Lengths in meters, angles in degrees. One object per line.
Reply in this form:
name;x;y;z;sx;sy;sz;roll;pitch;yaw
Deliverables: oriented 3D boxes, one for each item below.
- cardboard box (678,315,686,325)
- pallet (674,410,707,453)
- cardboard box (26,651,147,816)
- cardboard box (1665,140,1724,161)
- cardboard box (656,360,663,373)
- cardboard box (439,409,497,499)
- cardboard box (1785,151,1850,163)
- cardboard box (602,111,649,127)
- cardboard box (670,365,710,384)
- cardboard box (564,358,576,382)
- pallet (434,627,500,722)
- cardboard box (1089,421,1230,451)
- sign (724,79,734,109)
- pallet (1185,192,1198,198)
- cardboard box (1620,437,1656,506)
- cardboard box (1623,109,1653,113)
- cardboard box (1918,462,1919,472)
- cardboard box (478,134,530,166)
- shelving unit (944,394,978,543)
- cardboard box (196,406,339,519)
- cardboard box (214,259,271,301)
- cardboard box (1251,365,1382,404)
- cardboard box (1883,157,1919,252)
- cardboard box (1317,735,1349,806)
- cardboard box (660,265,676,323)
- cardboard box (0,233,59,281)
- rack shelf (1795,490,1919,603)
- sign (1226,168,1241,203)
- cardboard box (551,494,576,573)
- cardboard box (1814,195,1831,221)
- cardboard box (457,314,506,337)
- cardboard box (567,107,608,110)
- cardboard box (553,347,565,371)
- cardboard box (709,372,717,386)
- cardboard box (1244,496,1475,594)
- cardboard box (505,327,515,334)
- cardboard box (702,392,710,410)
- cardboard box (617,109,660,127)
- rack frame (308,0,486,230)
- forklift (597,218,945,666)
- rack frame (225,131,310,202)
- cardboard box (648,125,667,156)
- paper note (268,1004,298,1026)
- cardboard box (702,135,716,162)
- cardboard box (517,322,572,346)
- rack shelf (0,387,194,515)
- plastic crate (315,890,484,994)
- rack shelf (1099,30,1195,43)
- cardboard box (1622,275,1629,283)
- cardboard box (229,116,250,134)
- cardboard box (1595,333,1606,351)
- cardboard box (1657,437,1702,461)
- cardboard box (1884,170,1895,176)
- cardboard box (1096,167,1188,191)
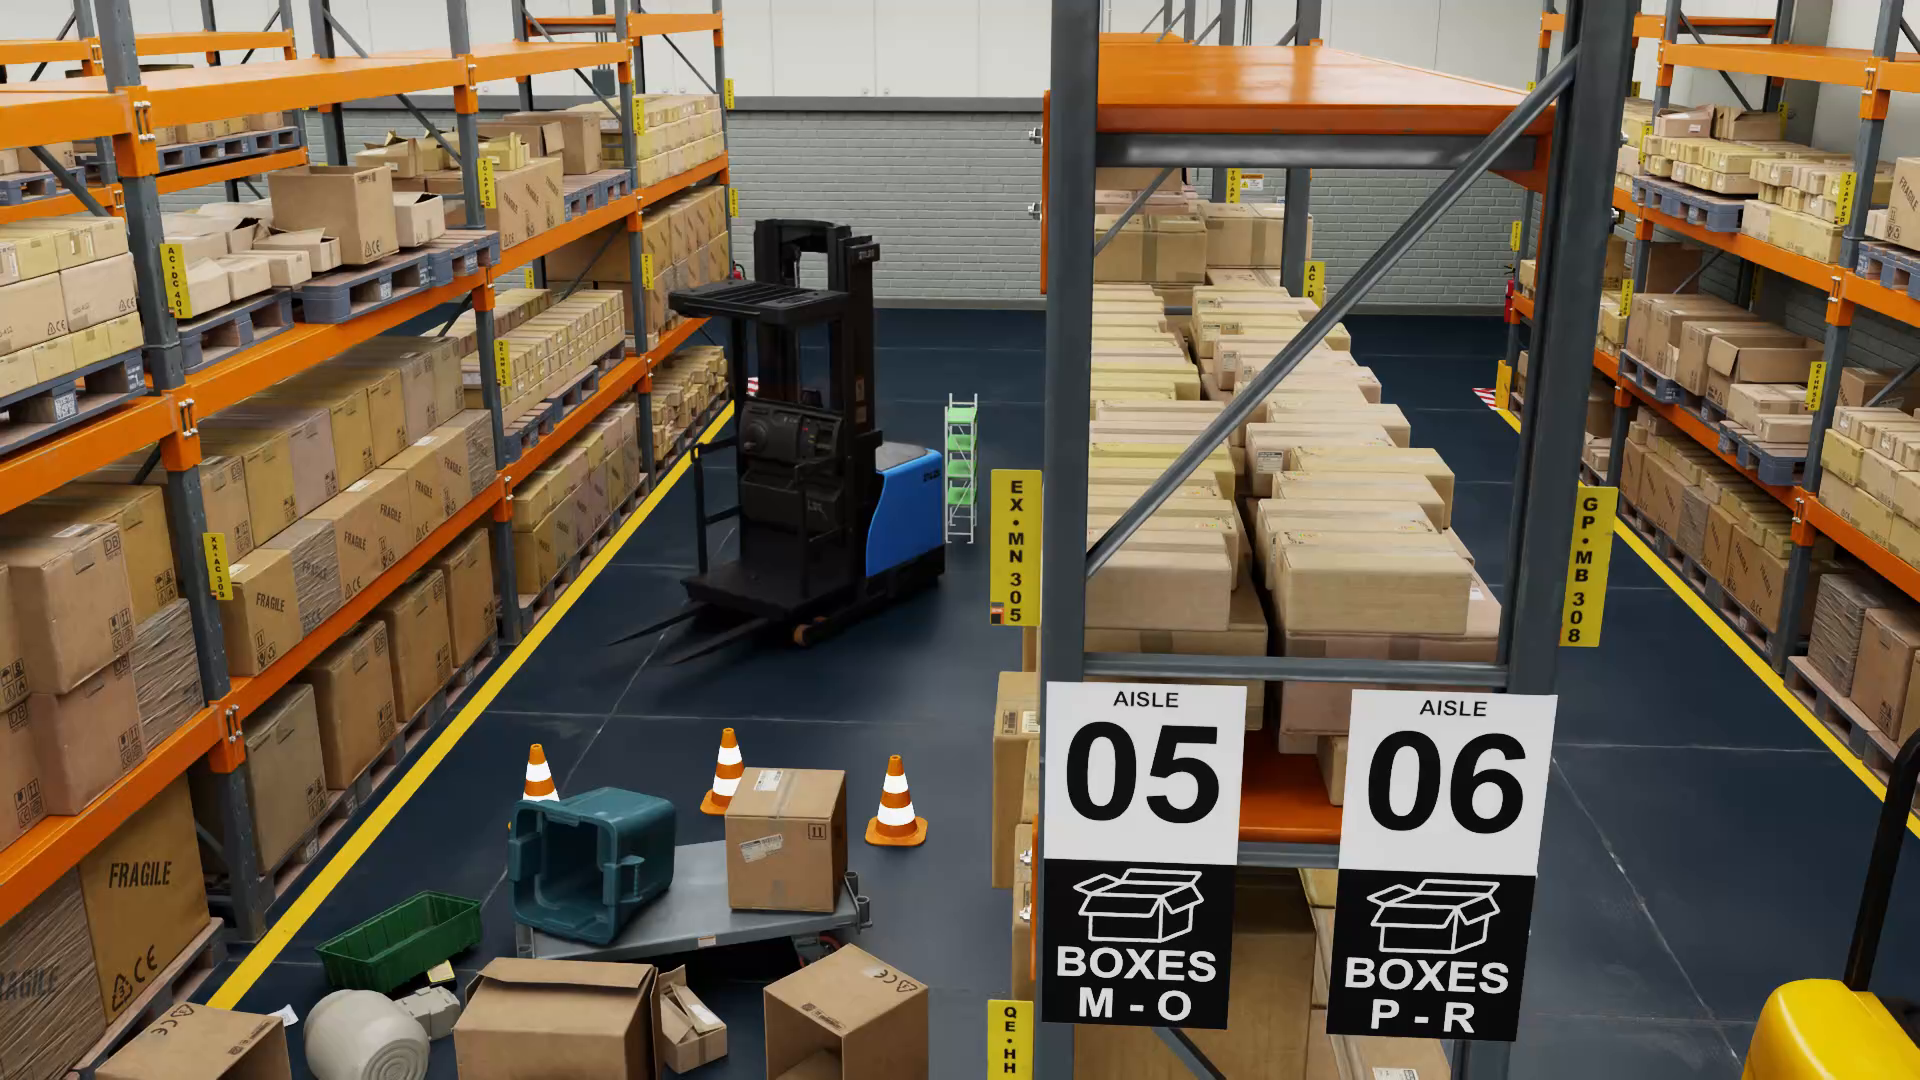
cardboard box;-3.028;-2.295;17.014;0.380;0.149;0.250;2;18;6
pallet;-3.323;-1.188;17.710;1.003;0.211;1.213;1;18;4
cardboard box;-4.026;0.776;6.997;0.875;0.550;0.550;1;18;4
cardboard box;6.007;-3.184;13.597;0.380;0.149;0.250;1;18;3
cardboard box;-3.491;-1.896;18.340;0.380;0.149;0.250;0;18;1
cardboard box;-3.472;-0.583;11.225;0.500;0.500;0.500;1;18;4
cardboard box;6.485;-2.854;12.591;0.380;0.149;0.250;2;18;5
cardboard box;-3.144;-3.953;15.650;0.380;0.149;0.250;1;18;3
cardboard box;-2.932;-1.800;18.047;0.380;0.149;0.250;2;18;6
cardboard box;-3.361;-1.389;13.573;0.380;0.149;0.250;1;18;2
pallet;-3.839;0.887;11.378;1.003;0.211;1.213;1;18;4
cardboard box;0.544;-0.227;4.603;0.380;0.149;0.250;1;18;4
sign;-2.582;-4.994;18.606;0.100;0.325;0.005;1;18;4
pallet;1.307;-2.487;12.680;1.003;0.211;1.213;2;18;6
cardboard box;6.216;-0.602;14.781;0.500;0.500;0.500;2;18;6
cardboard box;6.343;-3.945;15.789;0.500;0.250;0.500;2;18;5
cardboard box;5.866;-0.433;9.724;0.380;0.149;0.250;1;18;5
cardboard box;-3.388;-2.878;12.181;0.396;0.266;0.258;1;18;4
shelving unit;0.012;-0.622;14.393;0.258;1.200;0.503;1;18;4
cardboard box;-3.893;-0.433;9.161;0.700;0.500;0.500;1;18;4
cardboard box;-3.673;-1.309;8.351;0.250;0.149;0.380;1;18;4
cardboard box;1.129;-0.458;5.309;0.380;0.149;0.250;2;18;5
cardboard box;5.893;-1.993;9.876;0.500;0.500;0.500;1;18;4
cardboard box;1.011;0.480;3.726;0.380;0.149;0.250;1;18;4
cardboard box;-3.106;-2.415;16.337;0.500;0.500;0.500;1;18;4
cardboard box;-3.740;-1.094;6.415;0.380;0.149;0.250;1;18;4
rack shelf;6.045;0.470;9.326;1.077;0.370;4.000;1;18;4
sign;1.778;-2.261;10.858;0.100;0.325;0.005;1;18;4
cardboard box;-3.370;-0.063;13.139;0.500;0.500;0.500;1;18;5
cardboard box;6.011;-2.232;11.200;0.380;0.149;0.250;1;18;3
cardboard box;-4.000;-1.773;13.790;0.380;0.149;0.250;2;18;6
cardboard box;-3.605;-4.132;16.197;0.380;0.149;0.250;1;18;2
cardboard box;-3.382;-1.449;13.278;0.380;0.149;0.250;1;18;3
cardboard box;-2.923;-1.821;18.588;0.380;0.149;0.250;1;18;2
cardboard box;1.011;0.080;4.306;0.500;0.250;0.500;1;18;3
cardboard box;-3.978;-1.708;14.069;0.380;0.149;0.250;2;18;6
cardboard box;-2.947;-1.523;18.157;0.380;0.149;0.250;0;18;1
cardboard box;-3.080;-4.033;15.893;0.380;0.149;0.250;1;18;2
rack frame;-3.708;-3.532;10.751;1.000;3.000;0.127;1;18;4
forklift;-1.375;-0.786;12.115;1.130;2.935;3.031;12;22;33
rack frame;-8.074;-3.308;19.702;1.000;3.000;0.127;1;18;4
cardboard box;-3.107;-3.814;15.867;0.500;0.250;0.500;1;18;4
paper note;-3.139;2.201;7.657;0.147;0.020;0.142;-13;22;-34
cardboard box;-2.932;-4.214;17.891;0.500;0.250;0.500;1;18;4
cardboard box;-3.367;-1.669;13.473;0.380;0.149;0.250;1;18;3
rack shelf;-4.138;0.098;5.643;1.077;0.370;4.000;1;18;4
plastic crate;-2.700;1.953;8.069;0.450;0.188;0.662;0;15;35
rack shelf;1.667;-4.785;16.371;1.077;0.370;4.000;1;18;4
cardboard box;6.915;-2.585;17.257;0.500;0.250;0.500;2;18;6
cardboard box;-8.219;-4.693;18.117;0.700;0.500;0.500;1;18;2
cardboard box;6.237;-1.883;15.756;0.380;0.149;0.250;2;18;5
cardboard box;6.234;-0.782;14.290;0.380;0.149;0.250;0;18;1
cardboard box;6.554;-2.440;11.359;0.380;0.149;0.250;1;18;4
cardboard box;1.113;-2.397;11.263;0.797;0.503;0.637;0;18;1
